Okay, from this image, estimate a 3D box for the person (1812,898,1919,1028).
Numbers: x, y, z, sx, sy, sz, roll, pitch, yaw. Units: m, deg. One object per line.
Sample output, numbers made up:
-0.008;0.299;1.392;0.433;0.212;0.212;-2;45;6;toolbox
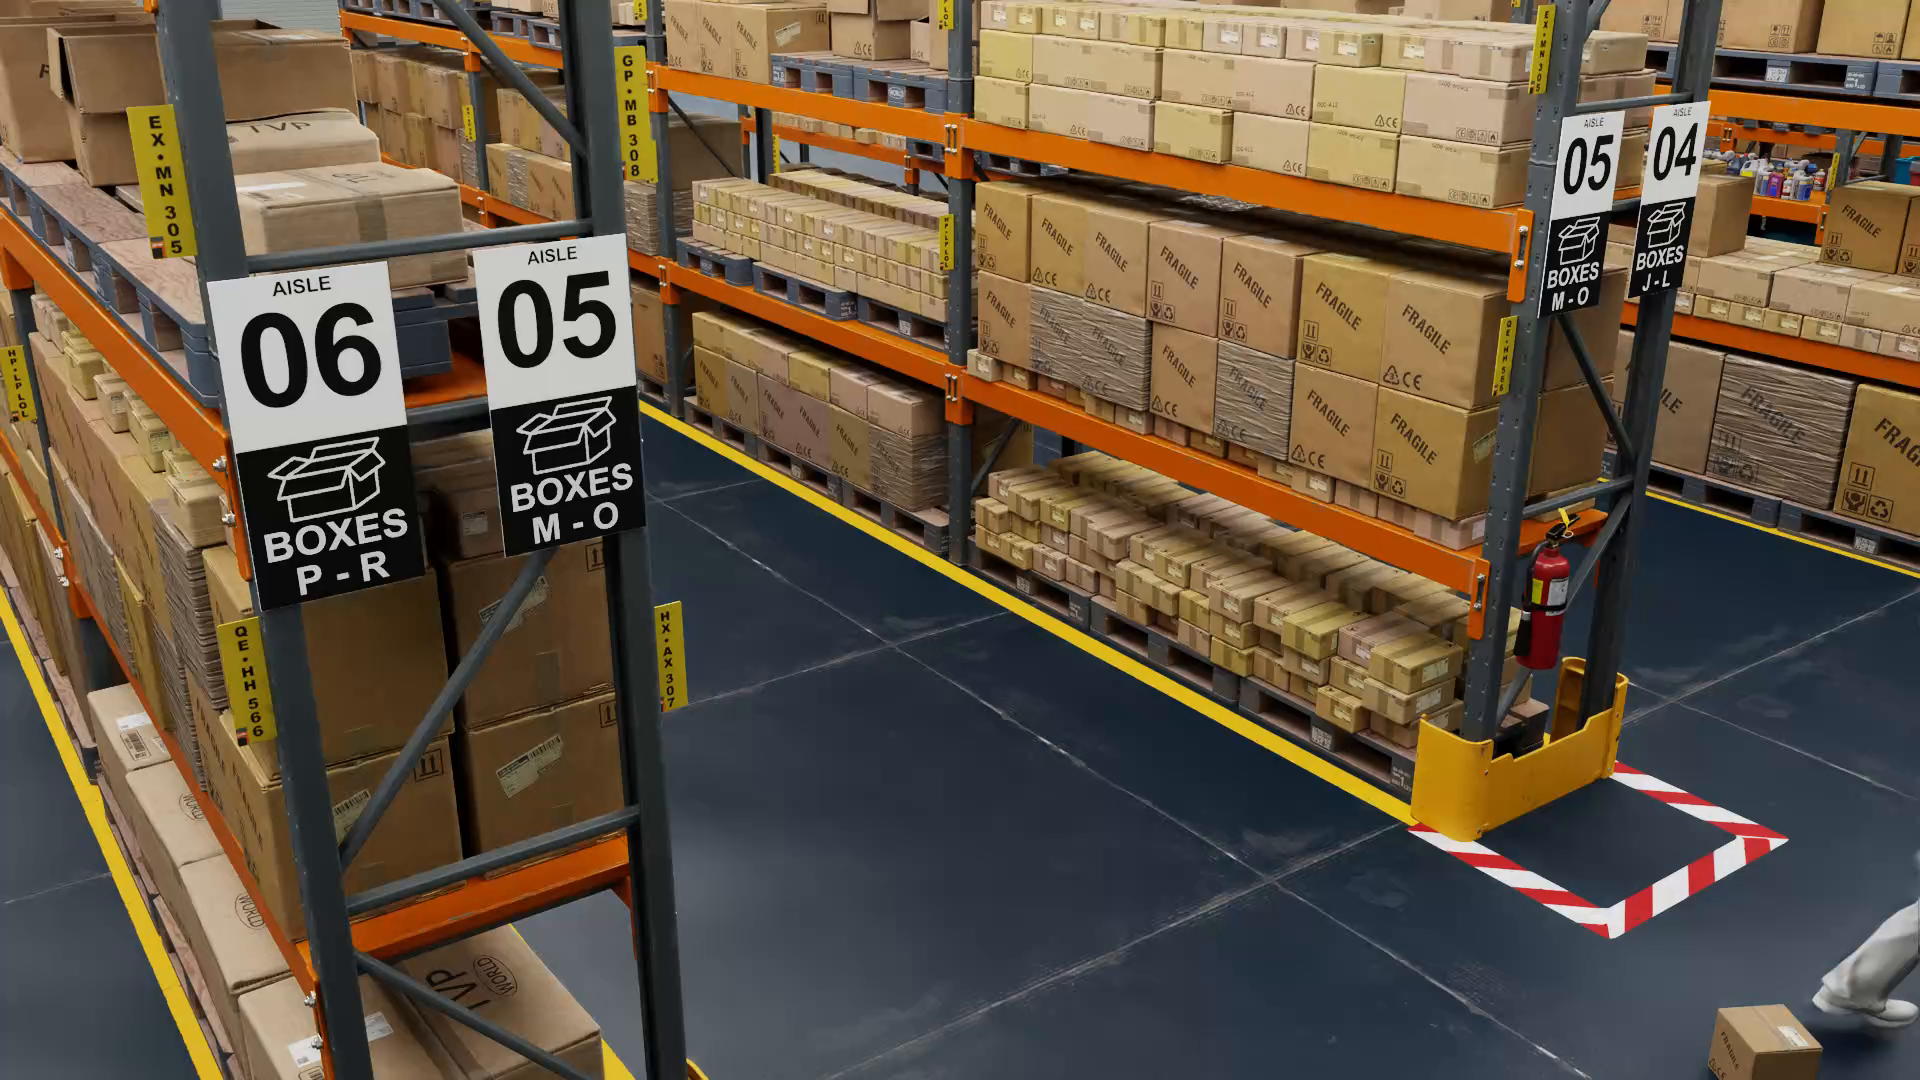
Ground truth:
3.765;1.062;5.836;1.104;1.722;0.572;4;21;11;person
